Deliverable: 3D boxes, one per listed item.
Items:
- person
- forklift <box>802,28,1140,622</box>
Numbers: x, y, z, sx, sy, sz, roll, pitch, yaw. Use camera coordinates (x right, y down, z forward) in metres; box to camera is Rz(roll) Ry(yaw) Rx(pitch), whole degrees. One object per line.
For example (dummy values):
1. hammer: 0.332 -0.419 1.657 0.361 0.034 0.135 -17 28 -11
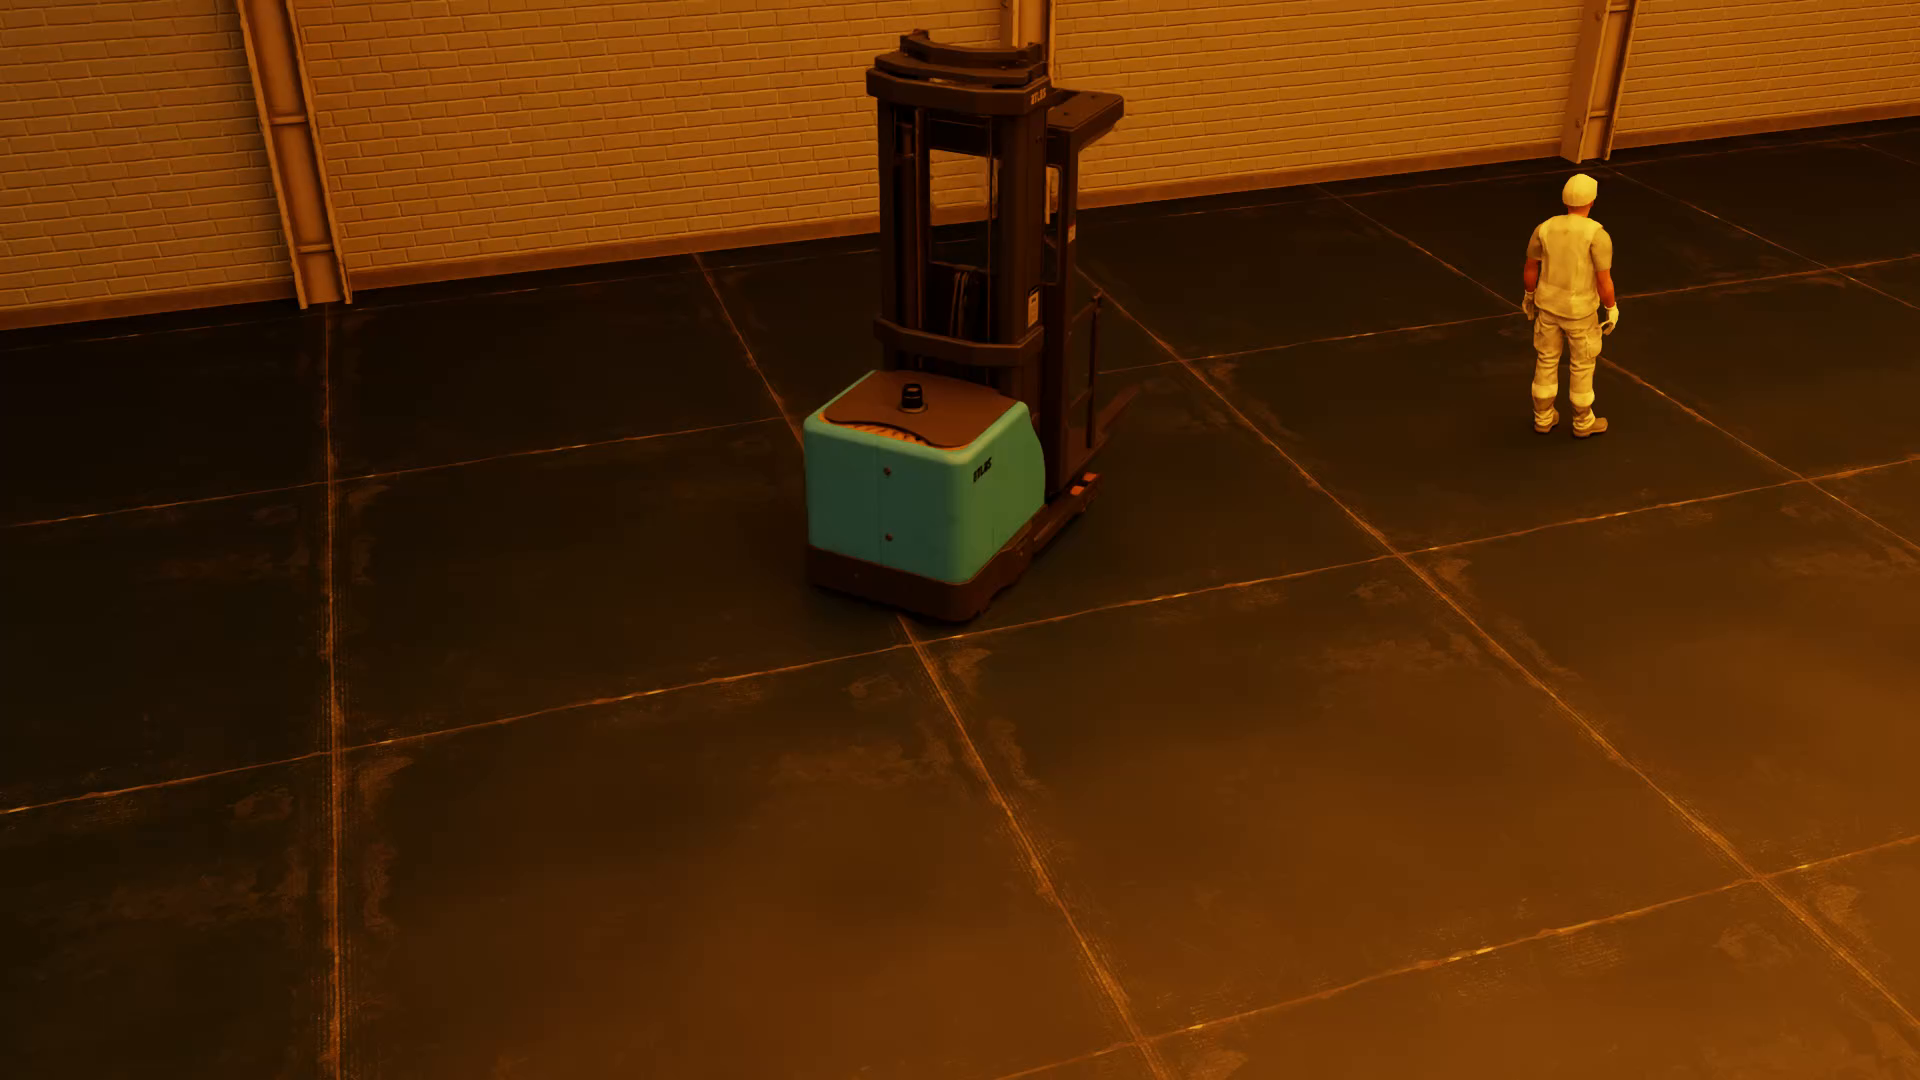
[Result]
1. person: 4.022 -1.544 10.901 0.638 1.787 0.564 26 39 37
2. forklift: 0.247 -1.533 9.751 1.130 2.935 3.031 14 33 23
